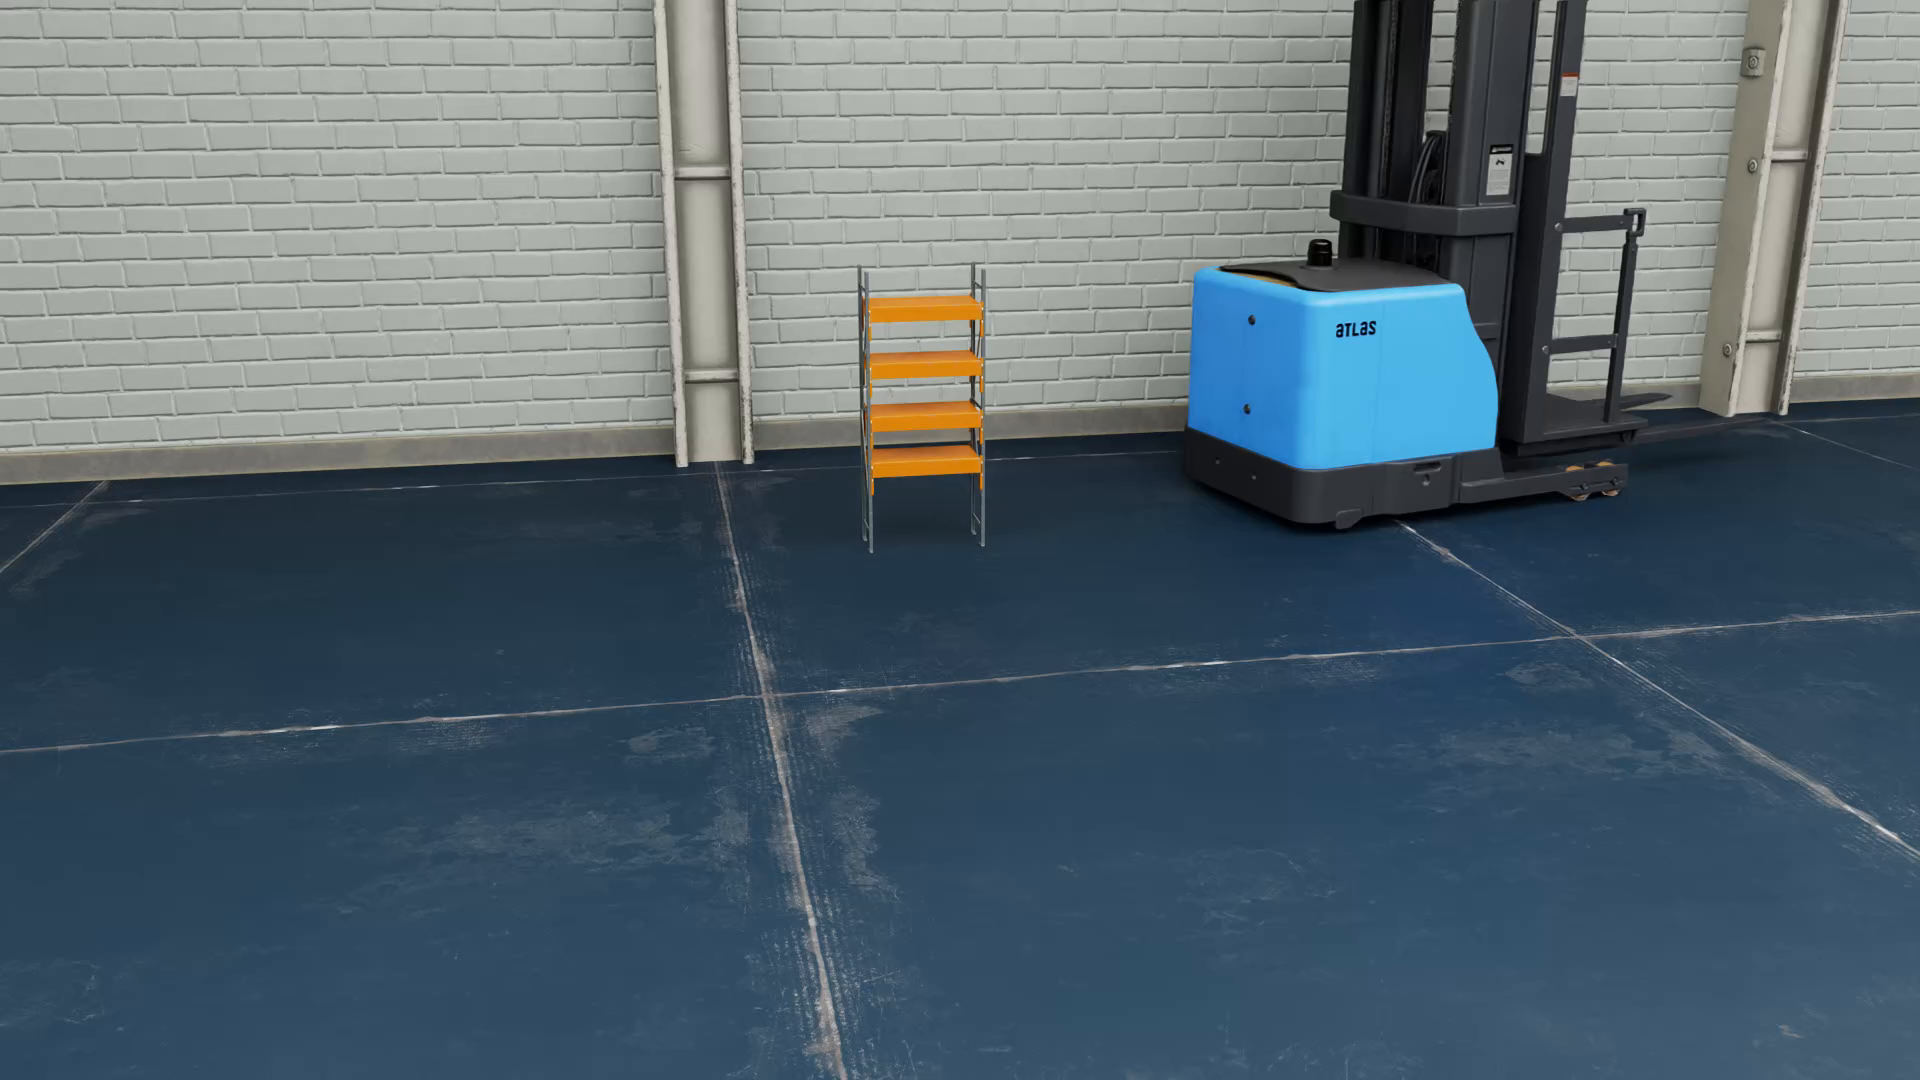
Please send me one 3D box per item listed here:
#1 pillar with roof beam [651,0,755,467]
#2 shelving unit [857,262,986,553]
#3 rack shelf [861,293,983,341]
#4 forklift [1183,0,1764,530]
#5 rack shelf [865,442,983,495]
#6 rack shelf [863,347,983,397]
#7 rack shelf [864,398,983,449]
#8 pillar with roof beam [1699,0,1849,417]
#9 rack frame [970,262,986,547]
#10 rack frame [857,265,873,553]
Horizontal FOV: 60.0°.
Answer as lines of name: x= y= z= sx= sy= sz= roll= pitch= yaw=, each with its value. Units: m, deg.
pillar with roof beam: x=-0.471 y=-3.491 z=3.350 sx=0.400 sy=9.000 sz=9.100 roll=-3 pitch=17 yaw=-10
shelving unit: x=-0.163 y=-0.564 z=7.106 sx=0.503 sy=1.200 sz=0.258 roll=-3 pitch=17 yaw=-10
rack shelf: x=-0.163 y=-0.940 z=6.990 sx=0.480 sy=0.148 sz=0.258 roll=-3 pitch=17 yaw=-10
forklift: x=2.648 y=-1.719 z=7.915 sx=3.031 sy=2.935 sz=1.130 roll=-8 pitch=19 yaw=-24
rack shelf: x=-0.163 y=-0.310 z=7.184 sx=0.480 sy=0.148 sz=0.258 roll=-3 pitch=17 yaw=-10
rack shelf: x=-0.163 y=-0.714 z=7.060 sx=0.480 sy=0.148 sz=0.258 roll=-3 pitch=17 yaw=-10
rack shelf: x=-0.163 y=-0.500 z=7.125 sx=0.480 sy=0.148 sz=0.258 roll=-3 pitch=17 yaw=-10
pillar with roof beam: x=5.420 y=-3.825 z=4.438 sx=0.400 sy=9.000 sz=9.100 roll=-3 pitch=17 yaw=-10
rack frame: x=0.077 y=-0.578 z=7.150 sx=0.015 sy=1.200 sz=0.240 roll=-3 pitch=17 yaw=-10
rack frame: x=-0.402 y=-0.551 z=7.061 sx=0.015 sy=1.200 sz=0.240 roll=-3 pitch=17 yaw=-10
